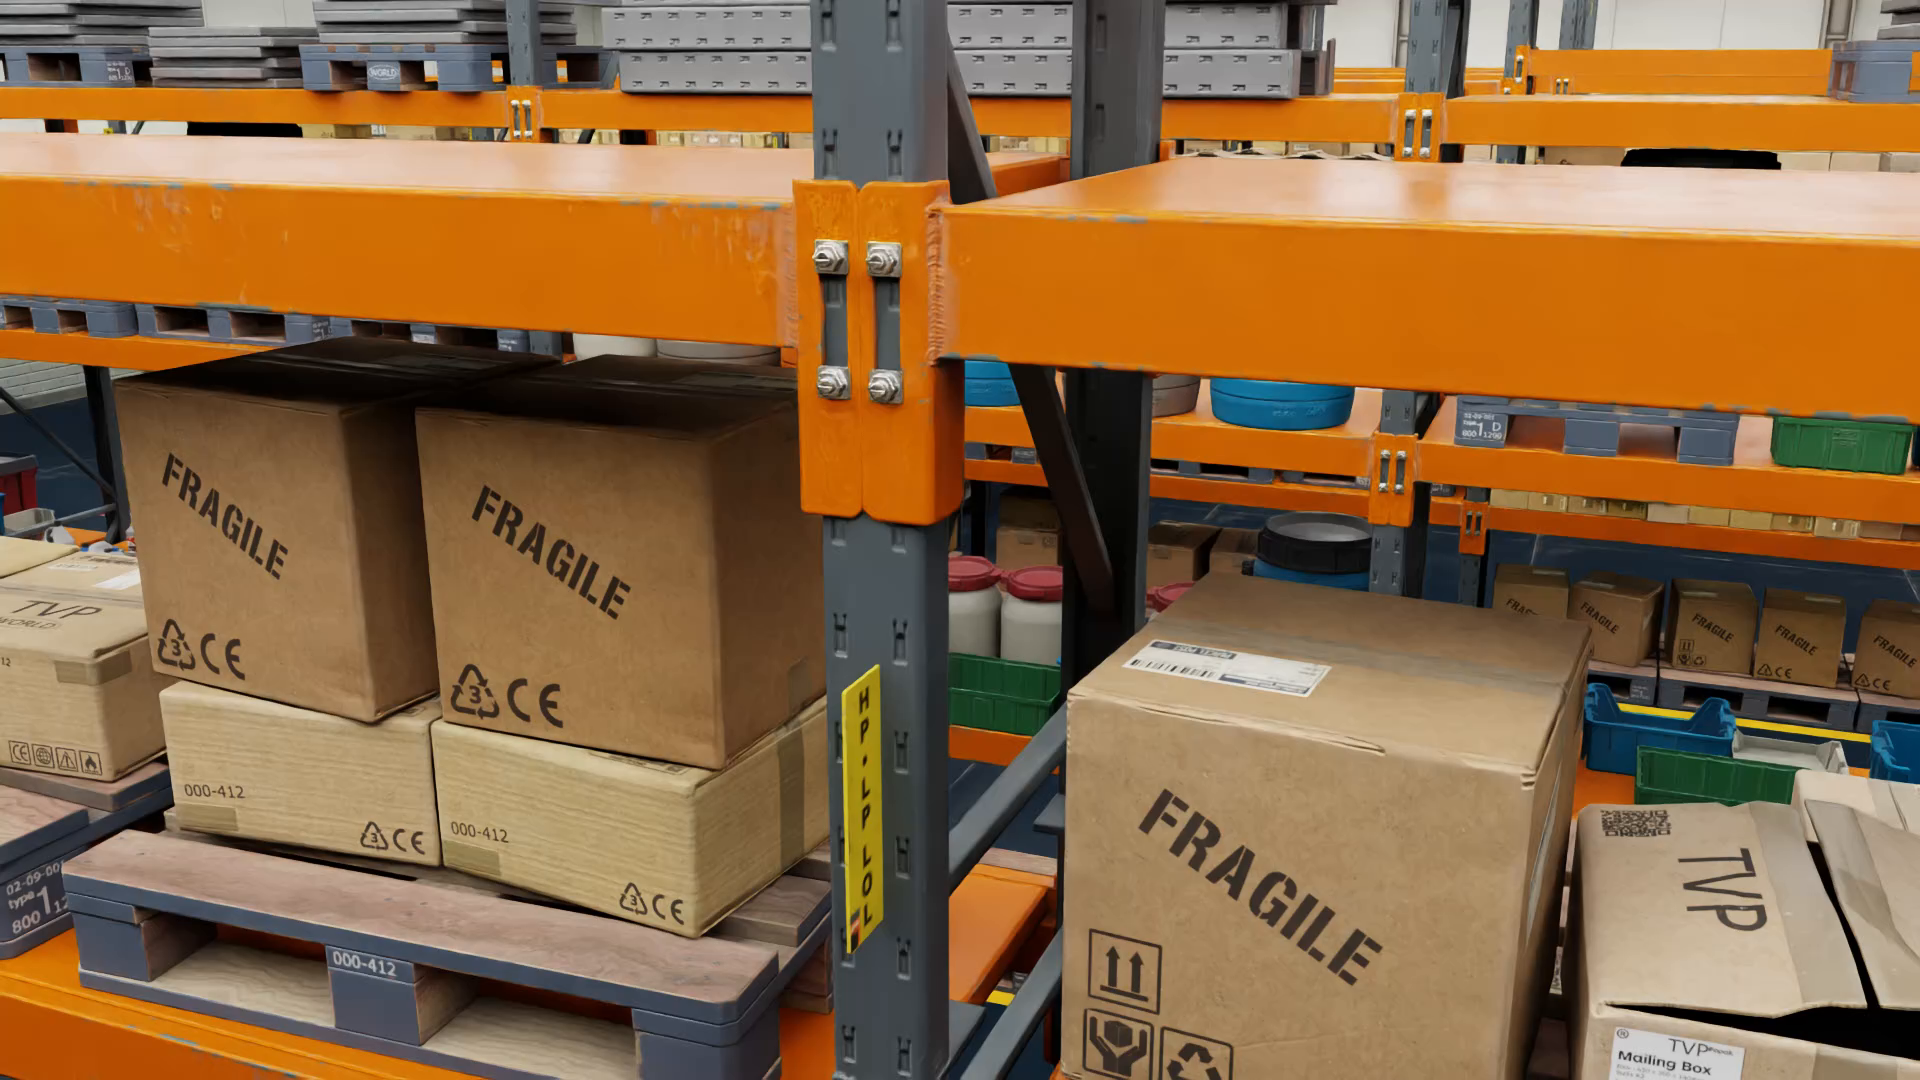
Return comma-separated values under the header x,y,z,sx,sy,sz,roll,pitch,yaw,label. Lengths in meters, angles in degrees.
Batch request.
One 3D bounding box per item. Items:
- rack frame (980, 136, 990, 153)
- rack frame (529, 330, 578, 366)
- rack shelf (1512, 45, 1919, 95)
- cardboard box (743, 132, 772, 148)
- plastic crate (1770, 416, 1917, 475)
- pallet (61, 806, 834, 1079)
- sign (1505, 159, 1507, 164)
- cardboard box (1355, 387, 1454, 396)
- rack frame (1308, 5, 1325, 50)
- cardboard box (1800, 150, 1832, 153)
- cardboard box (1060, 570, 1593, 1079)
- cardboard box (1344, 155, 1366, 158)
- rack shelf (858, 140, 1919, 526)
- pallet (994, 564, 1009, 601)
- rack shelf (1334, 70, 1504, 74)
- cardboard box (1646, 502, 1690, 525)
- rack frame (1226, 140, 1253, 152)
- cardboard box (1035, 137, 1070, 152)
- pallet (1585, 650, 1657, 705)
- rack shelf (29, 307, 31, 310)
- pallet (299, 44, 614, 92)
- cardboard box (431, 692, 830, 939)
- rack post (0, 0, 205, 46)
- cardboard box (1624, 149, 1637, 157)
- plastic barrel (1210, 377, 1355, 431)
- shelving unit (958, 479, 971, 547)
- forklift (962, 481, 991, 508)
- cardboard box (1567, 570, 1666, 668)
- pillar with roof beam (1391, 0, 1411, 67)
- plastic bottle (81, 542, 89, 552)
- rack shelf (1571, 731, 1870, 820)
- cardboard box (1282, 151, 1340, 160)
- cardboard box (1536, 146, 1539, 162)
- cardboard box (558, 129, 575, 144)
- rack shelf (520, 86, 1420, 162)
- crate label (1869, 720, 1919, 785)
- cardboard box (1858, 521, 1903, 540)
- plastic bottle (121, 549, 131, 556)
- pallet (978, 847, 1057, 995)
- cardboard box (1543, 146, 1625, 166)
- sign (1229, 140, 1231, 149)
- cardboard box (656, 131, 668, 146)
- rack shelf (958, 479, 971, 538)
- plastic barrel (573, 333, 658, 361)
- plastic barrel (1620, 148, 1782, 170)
x,y,z,sx,sy,sz,roll,pitch,yaw,label
-0.003,-3.849,12.369,0.127,3.000,1.000,6,17,21,rack frame
-1.820,0.316,8.780,0.127,3.000,1.000,6,17,21,rack frame
5.579,-2.888,10.355,4.000,0.370,1.077,6,17,21,rack shelf
-2.201,-4.415,18.353,0.250,0.149,0.380,5,17,18,cardboard box
3.269,-0.381,6.183,0.450,0.188,0.336,6,17,21,plastic crate
-0.745,0.574,2.855,1.217,0.209,0.805,6,17,18,pallet
3.518,-2.293,10.753,0.005,0.325,0.100,6,17,21,sign
3.030,-1.166,12.058,1.000,1.000,1.000,6,17,21,cardboard box
5.451,-7.707,25.658,0.127,3.000,1.000,6,17,21,rack frame
7.496,-3.481,14.568,0.250,0.149,0.380,6,17,21,cardboard box
0.452,0.372,2.024,0.500,0.500,0.500,8,18,25,cardboard box
3.969,-3.707,16.568,0.258,0.266,0.396,6,17,21,cardboard box
1.940,-0.129,1.562,4.000,0.370,1.077,6,17,21,rack shelf
0.723,0.451,13.317,1.213,0.211,1.003,6,17,21,pallet
5.494,-5.677,20.673,4.000,0.370,1.077,6,17,21,rack shelf
4.732,-0.232,11.119,0.250,0.149,0.380,6,17,21,cardboard box
3.633,-6.420,21.222,0.127,3.000,1.000,6,17,21,rack frame
0.957,-4.123,17.140,0.258,0.266,0.396,6,17,21,cardboard box
4.356,0.840,11.979,1.213,0.211,1.003,6,17,21,pallet
-7.402,-1.393,10.577,4.000,0.370,1.077,6,17,21,rack shelf
-2.480,-2.364,8.308,1.003,0.211,1.213,6,17,21,pallet
-0.490,0.374,2.717,0.500,0.250,0.500,8,18,26,cardboard box
-4.769,-2.843,9.039,0.954,0.300,0.937,6,17,20,rack post
5.984,-3.474,15.257,0.500,0.250,0.500,6,17,21,cardboard box
1.348,-0.952,6.868,0.708,0.901,0.600,6,17,21,plastic barrel
-0.154,-1.025,15.016,0.503,2.100,0.431,6,17,21,shelving unit
-0.519,-2.050,17.054,1.130,2.935,3.031,-4,17,-12,forklift
4.611,0.548,11.714,0.500,0.500,0.500,13,21,38,cardboard box
5.415,-6.691,22.158,0.400,9.000,9.100,6,17,21,pillar with roof beam
-5.028,0.148,9.592,0.097,0.271,0.097,0,16,0,plastic bottle
3.761,1.276,6.766,4.000,0.370,1.077,6,17,21,rack shelf
3.447,-3.657,16.313,0.500,0.311,0.500,6,17,20,cardboard box
6.958,-4.863,20.757,0.500,0.250,0.500,6,17,19,cardboard box
-4.631,-4.668,19.226,0.250,0.149,0.380,7,17,21,cardboard box
0.040,-1.823,7.395,4.000,0.370,1.077,6,17,21,rack shelf
3.810,1.000,6.363,0.616,0.435,0.502,6,17,21,crate label
5.929,-0.128,10.763,0.250,0.149,0.380,6,17,21,cardboard box
-4.882,0.152,9.703,0.097,0.201,0.097,0,16,0,plastic bottle
0.017,1.870,8.430,1.213,0.211,1.003,6,17,21,pallet
4.230,-2.451,11.322,0.500,0.500,0.500,6,17,19,cardboard box
3.422,-5.122,21.064,0.005,0.325,0.100,6,17,21,sign
-3.414,-4.540,18.786,0.250,0.149,0.380,6,17,20,cardboard box
-0.154,-0.340,15.215,0.480,0.518,0.431,6,17,21,rack shelf
-1.644,-1.067,7.963,0.421,0.512,0.421,0,16,0,plastic barrel
2.787,-1.028,6.378,0.708,0.901,0.600,6,17,21,plastic barrel
